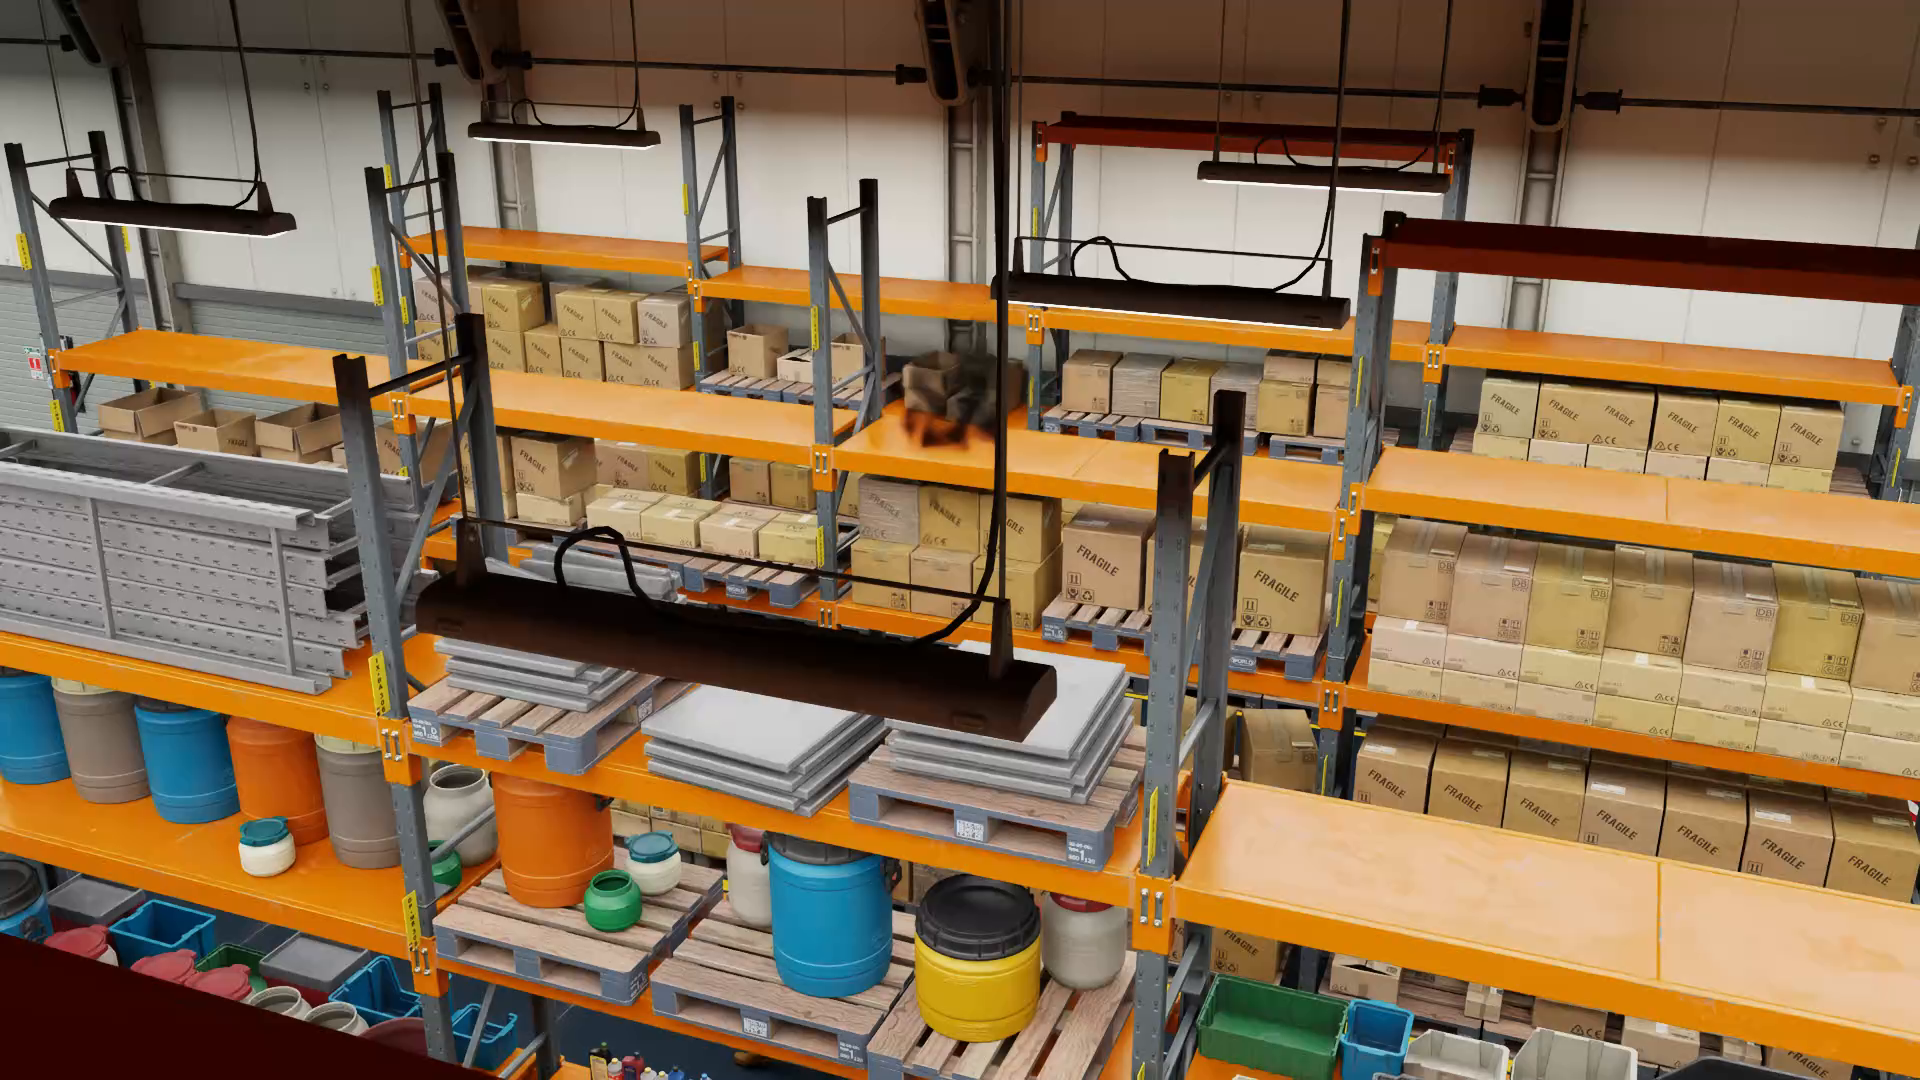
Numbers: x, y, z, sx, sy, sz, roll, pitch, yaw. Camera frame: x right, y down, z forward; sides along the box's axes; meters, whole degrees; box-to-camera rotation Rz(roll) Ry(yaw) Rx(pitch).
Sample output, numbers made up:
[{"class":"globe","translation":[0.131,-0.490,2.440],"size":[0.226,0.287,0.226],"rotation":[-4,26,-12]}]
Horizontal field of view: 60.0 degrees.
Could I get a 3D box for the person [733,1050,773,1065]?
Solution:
[{"class":"person","translation":[-1.179,3.010,11.914],"size":[0.987,1.786,0.656],"rotation":[4,21,10]}]
